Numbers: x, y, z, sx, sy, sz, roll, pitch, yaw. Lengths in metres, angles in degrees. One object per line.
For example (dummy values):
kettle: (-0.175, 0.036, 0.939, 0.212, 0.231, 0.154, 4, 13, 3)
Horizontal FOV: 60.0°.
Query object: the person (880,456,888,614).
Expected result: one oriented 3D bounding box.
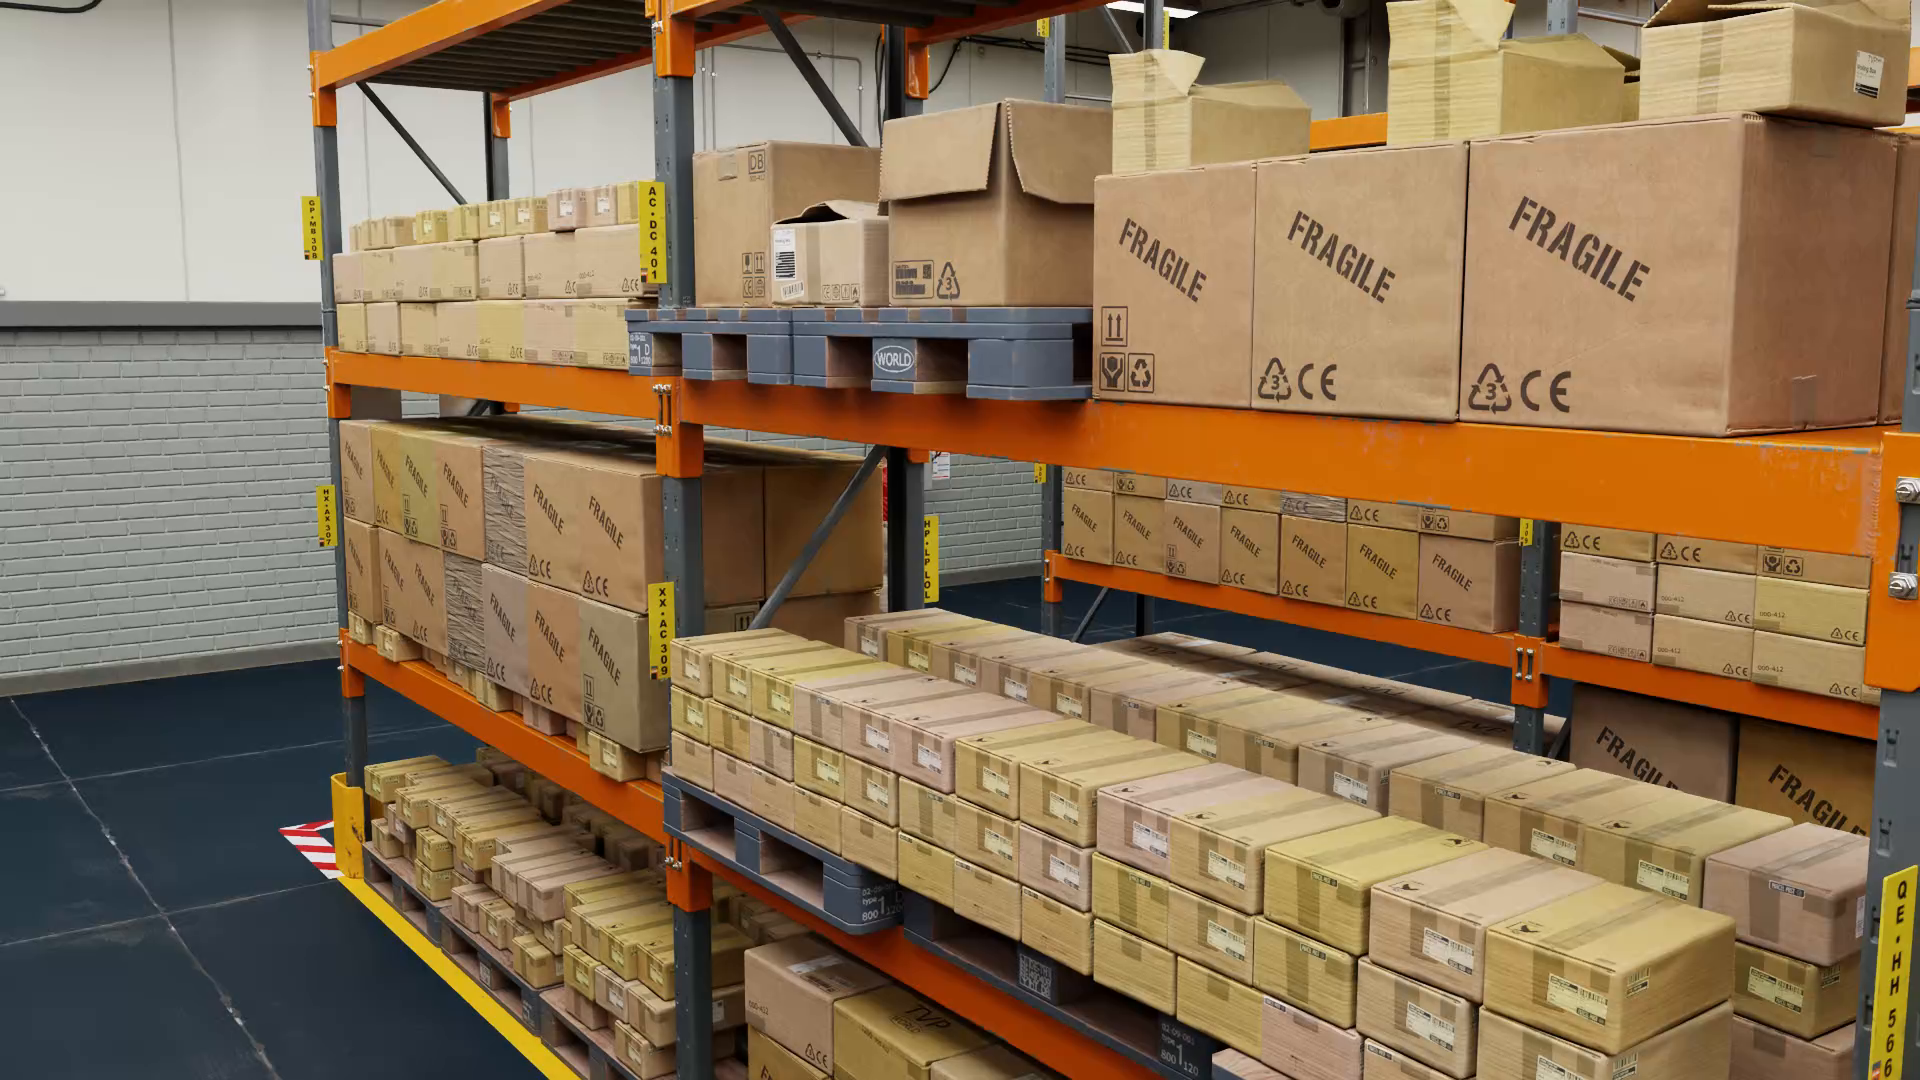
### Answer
person: (-0.673, -0.042, 16.160, 0.583, 1.727, 0.394, -6, 9, -36)
